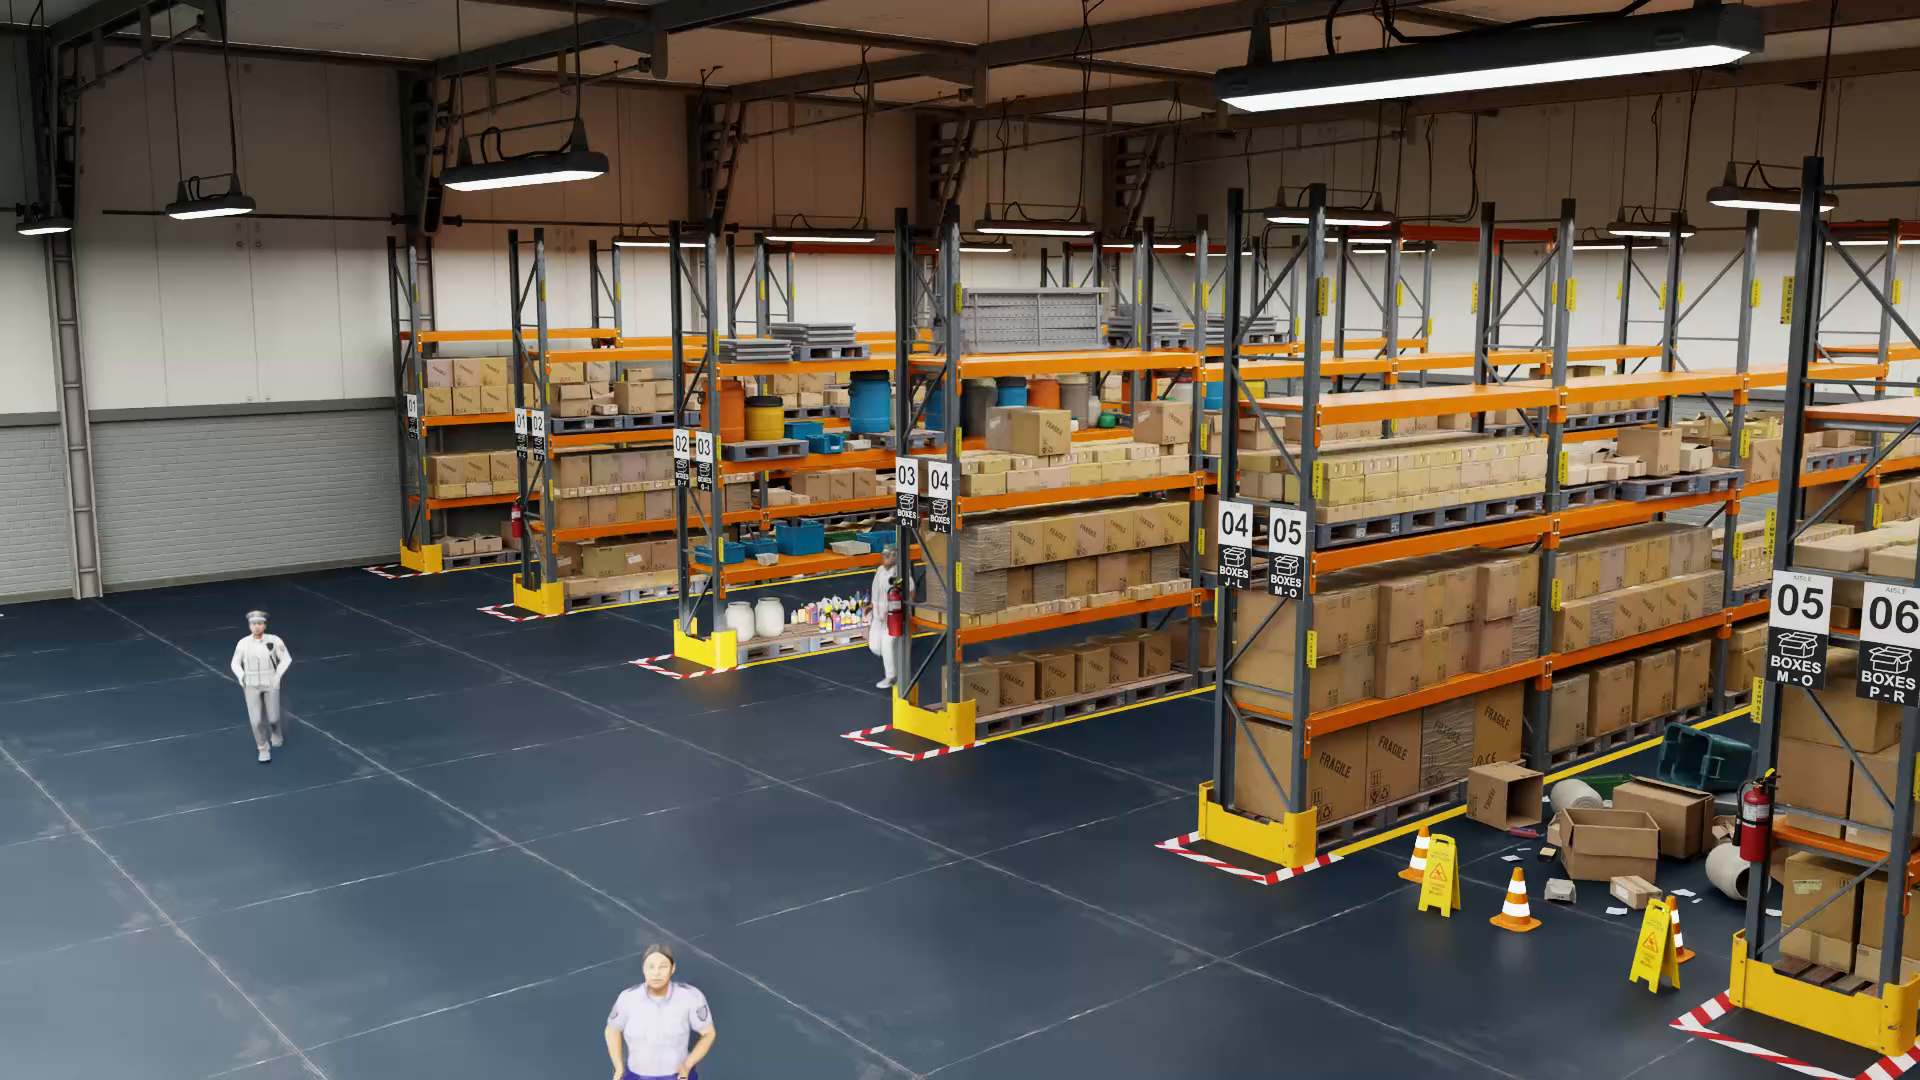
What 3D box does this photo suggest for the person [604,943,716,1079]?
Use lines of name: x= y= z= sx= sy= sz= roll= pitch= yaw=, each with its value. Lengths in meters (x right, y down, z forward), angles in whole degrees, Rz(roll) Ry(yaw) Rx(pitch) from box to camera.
person: x=-1.651 y=2.999 z=9.161 sx=0.613 sy=1.582 sz=0.688 roll=-1 pitch=9 yaw=-4

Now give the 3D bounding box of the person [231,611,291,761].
person: x=-7.624 y=1.576 z=18.152 sx=0.610 sy=1.648 sz=0.573 roll=-3 pitch=9 yaw=-17

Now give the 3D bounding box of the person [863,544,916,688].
person: x=-0.826 y=0.907 z=20.347 sx=0.672 sy=1.758 sz=0.602 roll=8 pitch=12 yaw=42
